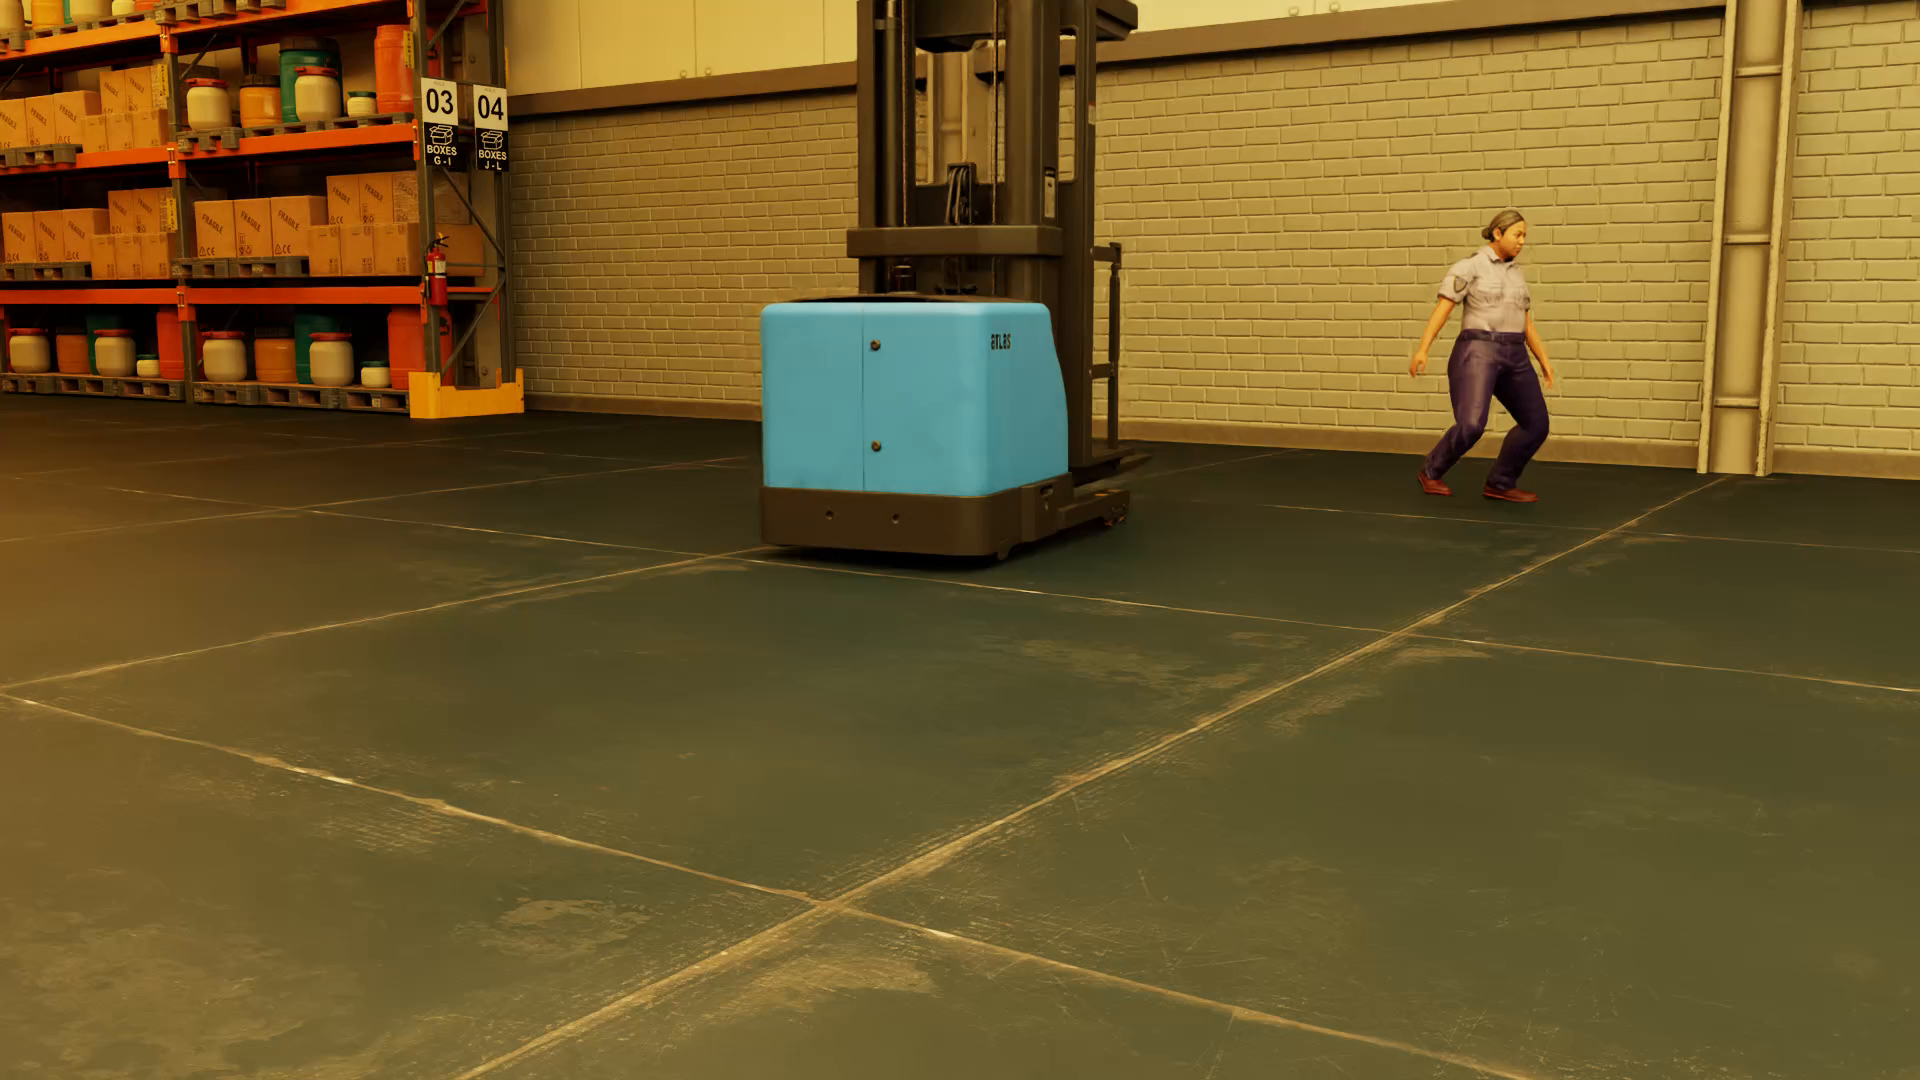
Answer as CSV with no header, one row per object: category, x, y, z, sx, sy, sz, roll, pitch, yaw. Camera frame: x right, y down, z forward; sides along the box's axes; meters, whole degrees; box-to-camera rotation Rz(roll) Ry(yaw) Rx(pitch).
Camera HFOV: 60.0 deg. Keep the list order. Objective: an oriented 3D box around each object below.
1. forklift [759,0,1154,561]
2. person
forklift,0.194,-1.534,7.983,1.130,2.935,3.031,3,9,23
person,2.801,-0.962,8.868,0.830,1.571,0.484,-3,9,-21
